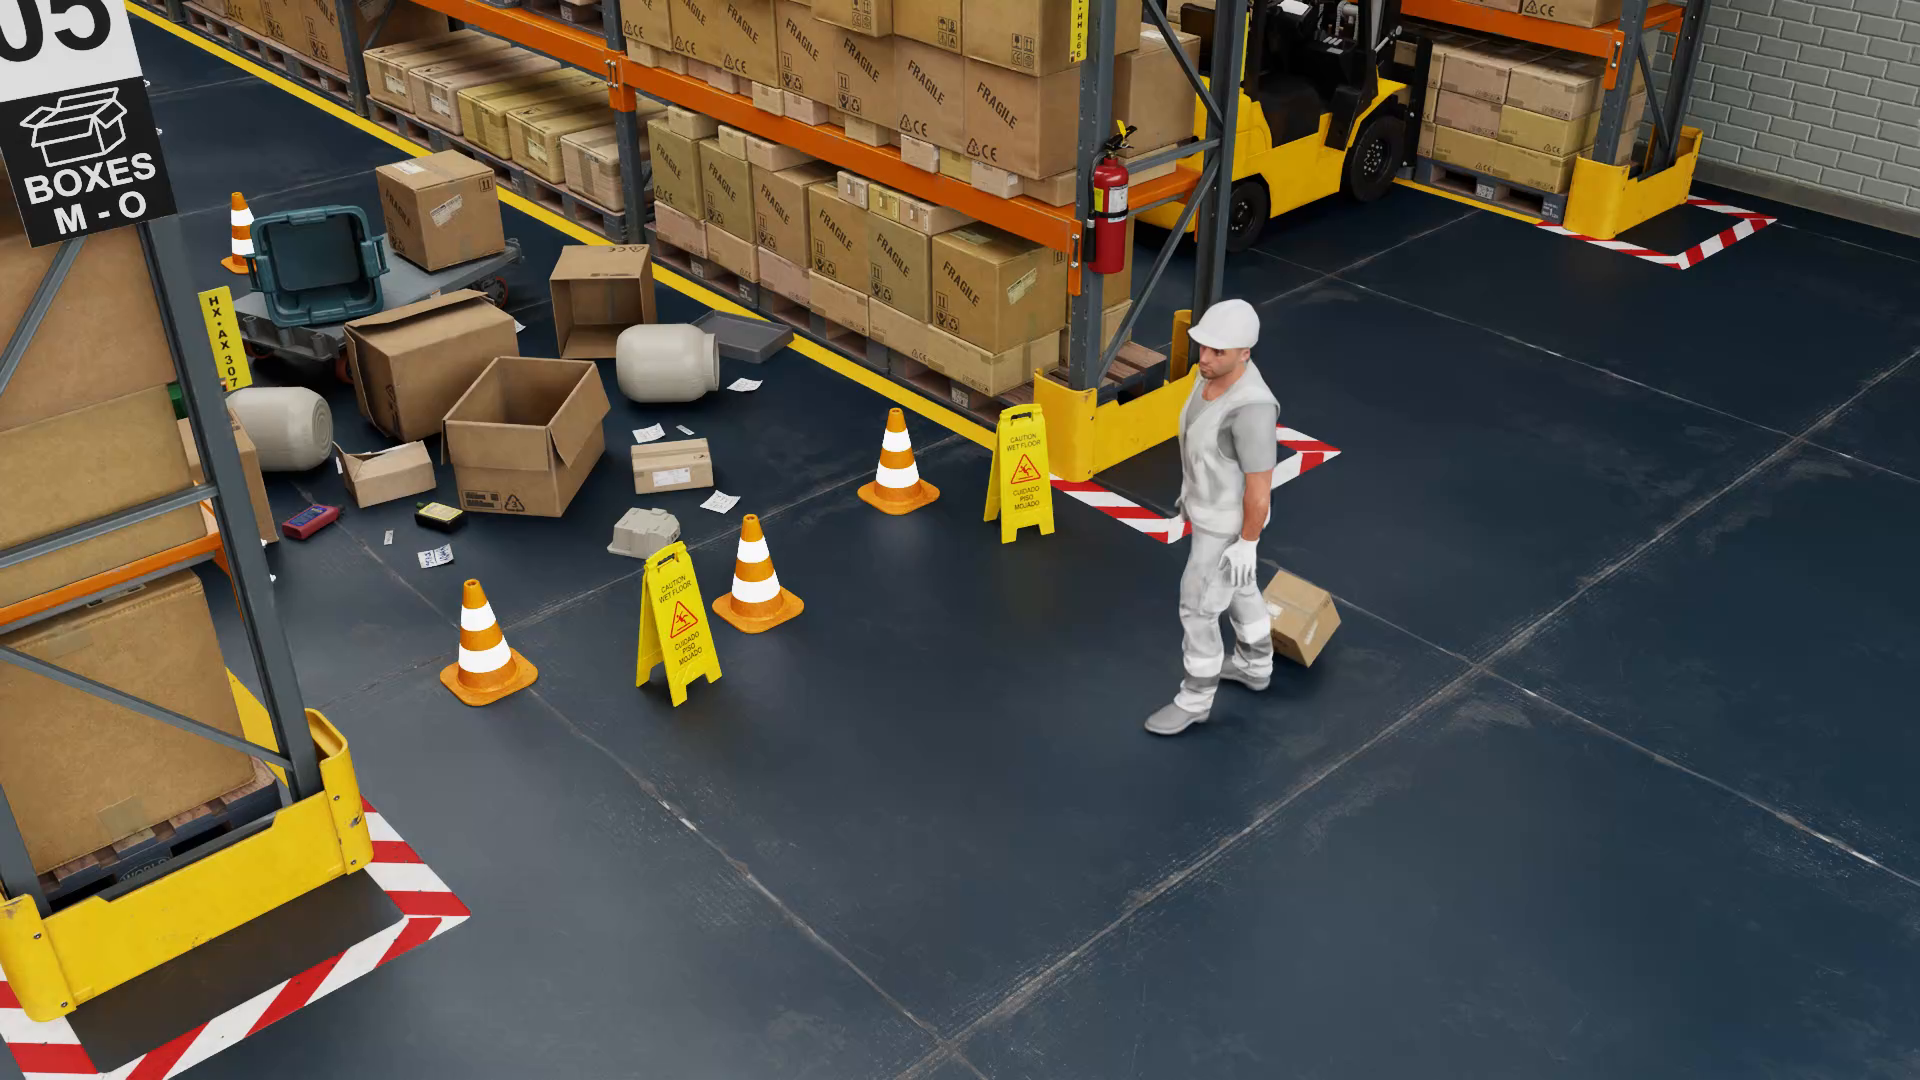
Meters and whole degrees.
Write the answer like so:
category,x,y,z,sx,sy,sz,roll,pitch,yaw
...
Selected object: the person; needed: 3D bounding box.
category,x,y,z,sx,sy,sz,roll,pitch,yaw
person,0.995,-0.093,6.265,0.573,1.786,0.556,-3,32,-5
